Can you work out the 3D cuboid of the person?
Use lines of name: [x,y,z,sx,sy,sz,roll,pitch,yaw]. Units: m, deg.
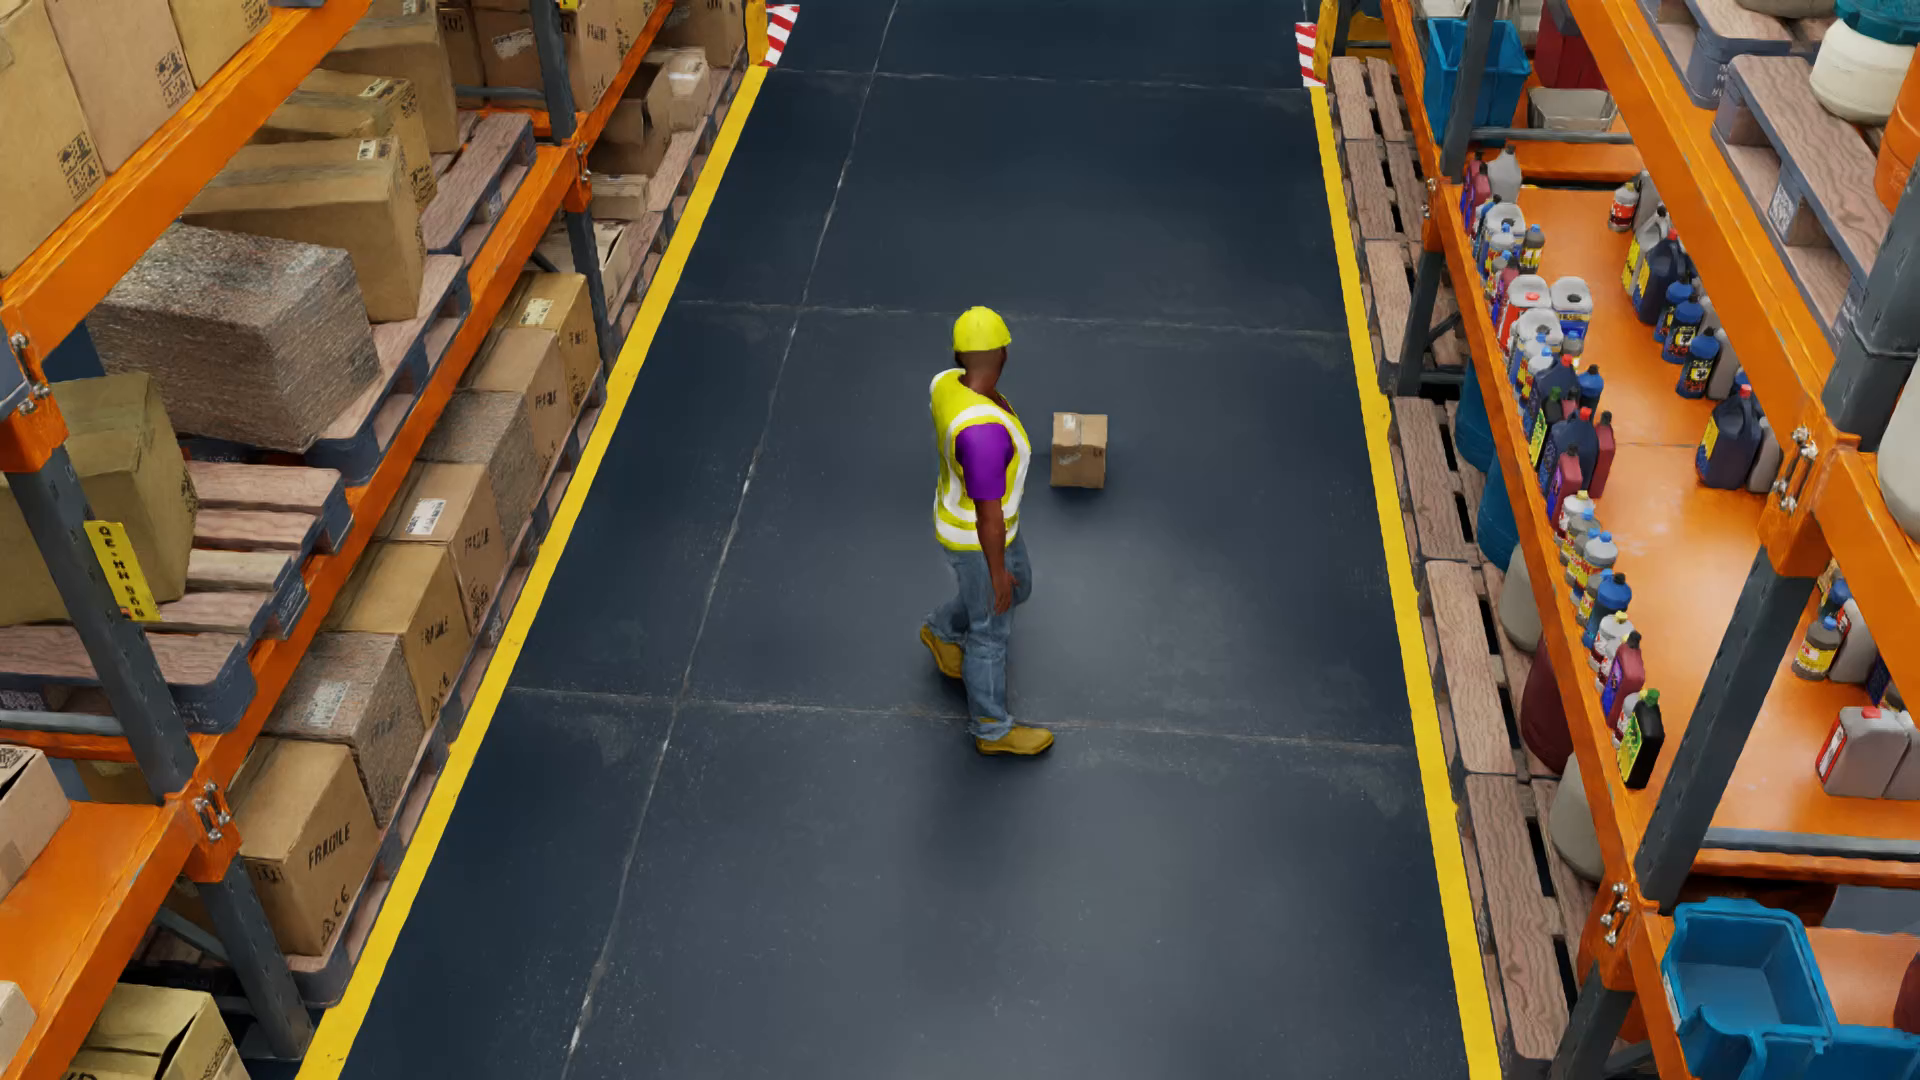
person: [0.100,-0.032,6.190,0.523,1.733,0.684,-1,40,-1]
